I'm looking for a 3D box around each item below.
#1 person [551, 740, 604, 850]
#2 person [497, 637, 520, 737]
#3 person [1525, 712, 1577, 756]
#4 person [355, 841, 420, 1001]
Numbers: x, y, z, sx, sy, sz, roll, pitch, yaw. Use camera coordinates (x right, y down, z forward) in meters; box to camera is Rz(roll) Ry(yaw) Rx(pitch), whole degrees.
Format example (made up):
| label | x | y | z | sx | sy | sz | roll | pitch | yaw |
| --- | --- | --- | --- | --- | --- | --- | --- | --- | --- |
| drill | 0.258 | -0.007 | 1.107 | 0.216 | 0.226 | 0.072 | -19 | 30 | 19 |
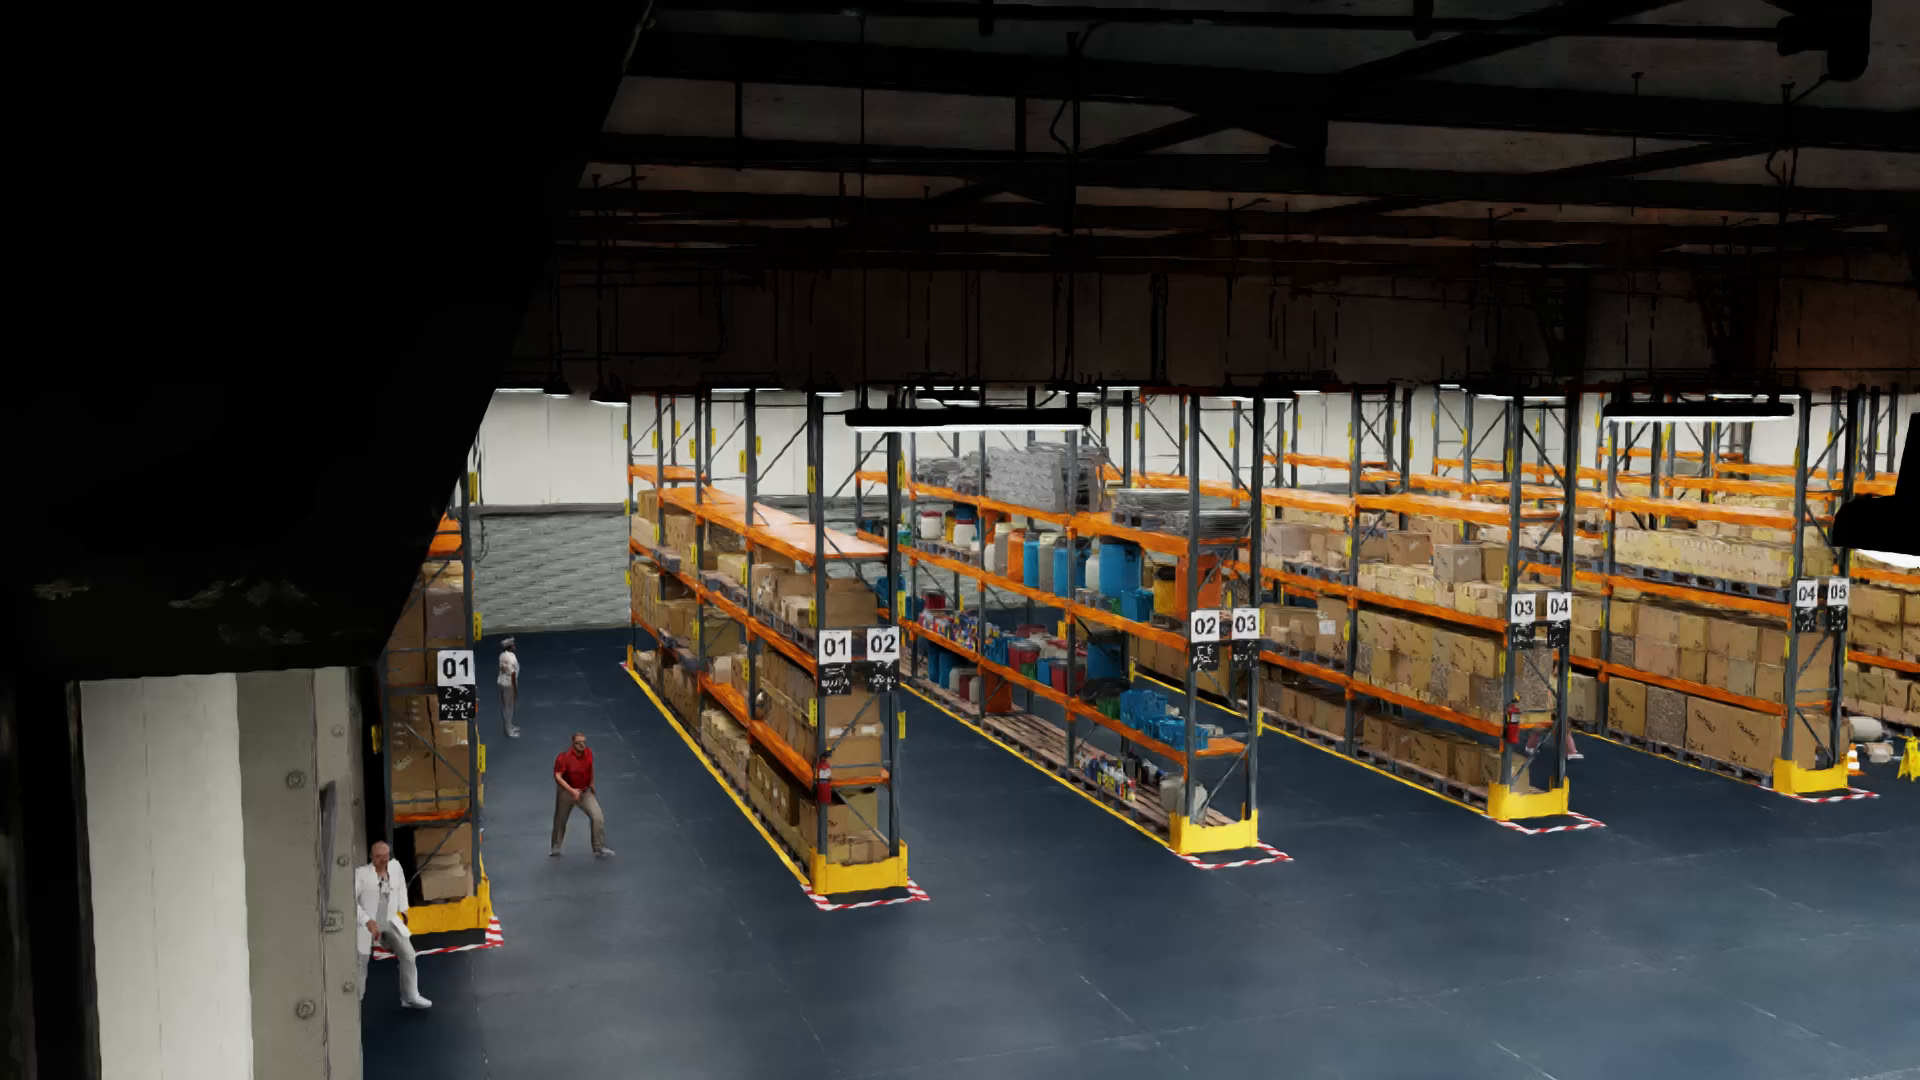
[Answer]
| label | x | y | z | sx | sy | sz | roll | pitch | yaw |
| --- | --- | --- | --- | --- | --- | --- | --- | --- | --- |
| person | -4.993 | 3.277 | 21.579 | 0.506 | 1.479 | 0.670 | -5 | 8 | -39 |
| person | -7.741 | 2.523 | 28.708 | 0.441 | 1.680 | 0.507 | -5 | 8 | -39 |
| person | 9.630 | 3.025 | 27.088 | 0.367 | 0.898 | 0.877 | -3 | 7 | -28 |
| person | -5.730 | 3.740 | 16.365 | 0.708 | 1.641 | 0.829 | -5 | 8 | -38 |
